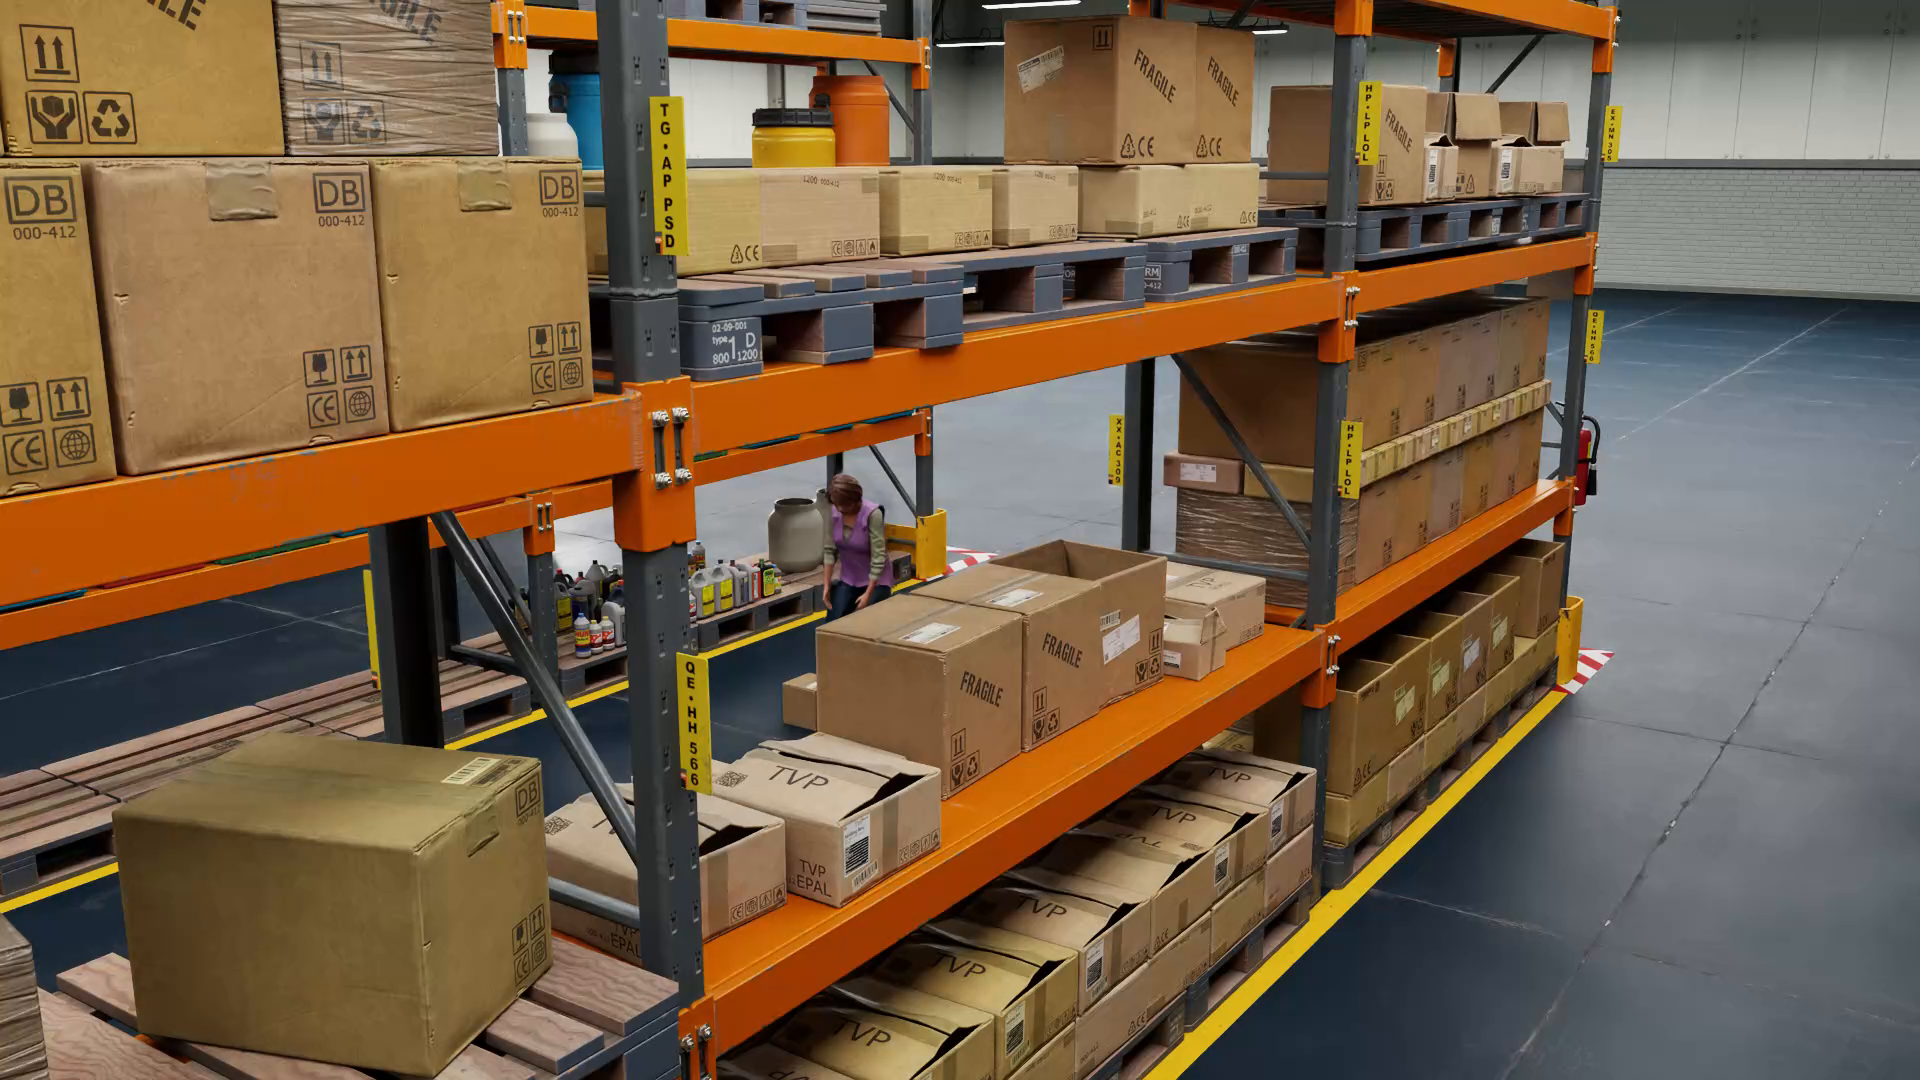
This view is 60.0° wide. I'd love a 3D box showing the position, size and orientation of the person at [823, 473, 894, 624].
[{"bbox_3d":[-0.606,0.293,10.075,0.451,1.464,0.518,9,16,34],"label":"person"}]
